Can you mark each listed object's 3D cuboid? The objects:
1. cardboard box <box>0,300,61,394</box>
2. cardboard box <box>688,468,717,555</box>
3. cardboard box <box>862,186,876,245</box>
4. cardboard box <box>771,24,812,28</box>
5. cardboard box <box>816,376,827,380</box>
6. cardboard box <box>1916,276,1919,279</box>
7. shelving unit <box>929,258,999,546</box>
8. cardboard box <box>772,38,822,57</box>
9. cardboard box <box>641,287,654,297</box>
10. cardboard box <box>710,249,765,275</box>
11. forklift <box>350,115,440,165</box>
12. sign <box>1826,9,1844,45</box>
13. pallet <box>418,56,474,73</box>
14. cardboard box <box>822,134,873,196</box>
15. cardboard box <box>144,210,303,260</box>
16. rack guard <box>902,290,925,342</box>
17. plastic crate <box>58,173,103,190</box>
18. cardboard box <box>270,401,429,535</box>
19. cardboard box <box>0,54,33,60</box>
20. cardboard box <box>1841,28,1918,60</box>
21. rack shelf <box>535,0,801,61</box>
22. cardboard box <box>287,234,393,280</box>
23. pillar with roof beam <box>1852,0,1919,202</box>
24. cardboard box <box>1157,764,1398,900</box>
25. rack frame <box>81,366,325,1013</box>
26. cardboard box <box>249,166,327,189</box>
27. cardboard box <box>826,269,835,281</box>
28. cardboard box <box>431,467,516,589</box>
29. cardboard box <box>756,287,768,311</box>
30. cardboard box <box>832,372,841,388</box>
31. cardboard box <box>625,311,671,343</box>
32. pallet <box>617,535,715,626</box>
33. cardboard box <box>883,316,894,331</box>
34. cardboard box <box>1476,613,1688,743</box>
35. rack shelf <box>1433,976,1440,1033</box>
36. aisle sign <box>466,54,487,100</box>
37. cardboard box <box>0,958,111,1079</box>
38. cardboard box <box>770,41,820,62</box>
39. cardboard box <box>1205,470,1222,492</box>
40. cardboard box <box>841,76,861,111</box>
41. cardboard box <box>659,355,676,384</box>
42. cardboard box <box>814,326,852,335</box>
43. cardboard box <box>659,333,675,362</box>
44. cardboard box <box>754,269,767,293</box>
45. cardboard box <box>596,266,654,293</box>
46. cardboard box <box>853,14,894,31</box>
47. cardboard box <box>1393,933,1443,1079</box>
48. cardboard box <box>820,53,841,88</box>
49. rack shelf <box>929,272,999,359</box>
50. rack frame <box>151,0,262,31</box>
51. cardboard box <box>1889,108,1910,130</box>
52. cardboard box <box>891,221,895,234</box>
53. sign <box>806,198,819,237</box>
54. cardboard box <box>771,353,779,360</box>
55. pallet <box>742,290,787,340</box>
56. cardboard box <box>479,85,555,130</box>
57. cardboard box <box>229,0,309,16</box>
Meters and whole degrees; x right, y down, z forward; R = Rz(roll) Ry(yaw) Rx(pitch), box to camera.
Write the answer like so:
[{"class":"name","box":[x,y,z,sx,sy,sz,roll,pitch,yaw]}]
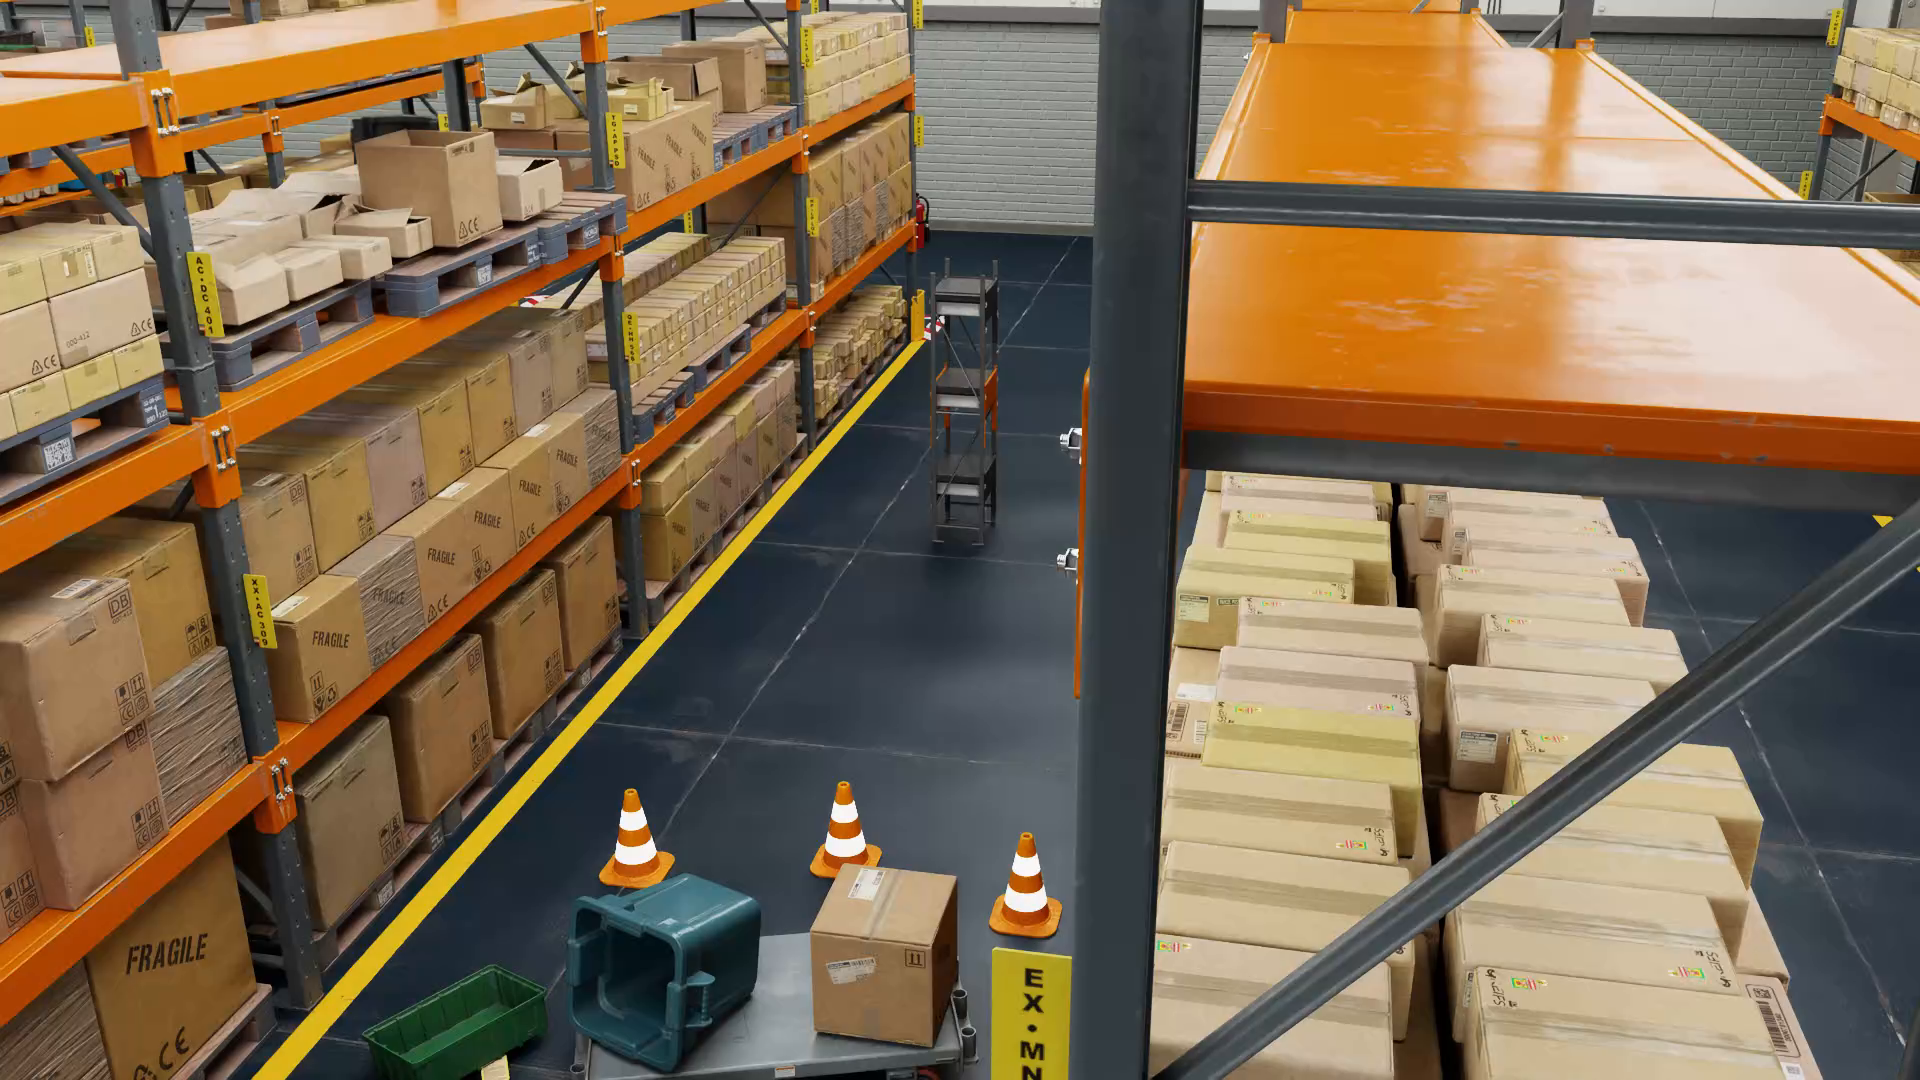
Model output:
[{"class":"cardboard box","box":[-3.376,-0.625,5.481,0.500,0.250,0.500,4,22,11]},{"class":"cardboard box","box":[-2.114,-0.230,12.193,0.500,0.500,0.500,5,22,12]},{"class":"cardboard box","box":[-1.130,-3.142,16.107,0.500,0.500,0.500,6,23,14]},{"class":"cardboard box","box":[-1.609,-4.769,15.662,0.380,0.149,0.250,5,23,13]},{"class":"cardboard box","box":[-1.440,-1.452,15.300,0.380,0.149,0.250,5,22,11]},{"class":"cardboard box","box":[7.889,-1.974,13.543,0.500,0.250,0.500,5,22,11]},{"class":"shelving unit","box":[0.034,-1.035,12.612,0.431,2.100,0.503,4,22,11]},{"class":"cardboard box","box":[-1.410,-4.254,14.383,0.380,0.149,0.250,4,22,10]},{"class":"cardboard box","box":[-2.584,-1.861,12.836,0.380,0.149,0.250,4,22,10]},{"class":"cardboard box","box":[-1.790,-2.234,13.363,0.380,0.149,0.250,4,22,9]},{"class":"forklift","box":[-4.617,-1.901,13.649,1.130,2.935,3.031,4,22,10]},{"class":"sign","box":[8.221,-4.818,15.616,0.100,0.325,0.005,4,22,11]},{"class":"pallet","box":[-5.951,-5.190,17.829,1.003,0.211,1.213,4,22,11]},{"class":"cardboard box","box":[-1.130,-3.589,15.880,0.500,0.500,0.500,4,22,9]},{"class":"cardboard box","box":[-3.386,-1.340,7.655,0.500,0.250,0.500,4,22,10]},{"class":"rack guard","box":[-0.990,-2.510,18.416,1.175,0.500,0.348,4,22,11]},{"class":"plastic crate","box":[-10.544,-4.397,19.629,0.616,0.435,0.499,4,22,11]},{"class":"cardboard box","box":[-3.121,-0.374,8.294,0.700,0.500,0.500,5,22,11]},{"class":"cardboard box","box":[-7.298,-3.370,12.495,0.500,0.500,0.500,6,23,14]},{"class":"cardboard box","box":[8.416,-4.528,15.200,0.500,0.250,0.500,4,22,10]},{"class":"rack shelf","box":[-2.199,-3.766,11.658,1.077,0.370,4.000,4,22,11]},{"class":"cardboard box","box":[-2.883,-1.317,7.734,0.380,0.149,0.250,4,22,11]},{"class":"pillar with roof beam","box":[5.970,-7.008,18.209,9.100,9.000,0.400,4,22,11]},{"class":"cardboard box","box":[0.532,0.518,2.806,0.380,0.149,0.250,4,22,10]},{"class":"rack frame","box":[-3.423,0.692,7.121,1.000,3.000,0.127,4,22,11]},{"class":"cardboard box","box":[-6.278,-3.221,15.635,0.500,0.500,0.500,4,22,11]},{"class":"cardboard box","box":[-1.368,-2.497,15.374,0.380,0.149,0.250,3,22,9]},{"class":"cardboard box","box":[-2.742,-0.080,8.902,0.500,0.500,0.500,5,22,12]},{"class":"cardboard box","box":[-1.783,-1.966,13.494,0.380,0.149,0.250,4,22,11]},{"class":"cardboard box","box":[-1.345,-1.504,15.827,0.380,0.149,0.250,4,22,10]},{"class":"cardboard box","box":[-2.216,-1.468,11.460,0.380,0.149,0.250,4,22,11]},{"class":"pallet","box":[-2.446,0.236,11.984,1.003,0.211,1.213,4,22,11]},{"class":"cardboard box","box":[-0.907,-2.303,17.411,0.380,0.149,0.250,4,22,9]},{"class":"cardboard box","box":[1.261,0.282,3.391,0.380,0.149,0.250,5,22,12]},{"class":"rack shelf","box":[1.035,0.706,4.034,1.077,0.370,4.000,4,22,11]},{"class":"aisle sign","box":[-5.501,-5.321,18.572,0.394,0.787,0.004,4,22,11]},{"class":"cardboard box","box":[-3.800,2.037,6.063,0.875,0.875,0.875,5,22,11]},{"class":"cardboard box","box":[-1.406,-4.158,14.145,0.380,0.149,0.250,4,22,9]},{"class":"cardboard box","box":[0.893,-0.235,4.676,0.380,0.149,0.250,4,22,11]},{"class":"cardboard box","box":[-1.219,-4.078,15.150,0.500,0.250,0.500,5,23,13]},{"class":"cardboard box","box":[-2.208,-1.195,11.579,0.380,0.149,0.250,6,23,14]},{"class":"cardboard box","box":[-1.262,-1.975,16.200,0.380,0.149,0.250,4,22,9]},{"class":"cardboard box","box":[-2.207,-1.346,11.557,0.380,0.149,0.250,4,22,9]},{"class":"cardboard box","box":[-1.785,-2.103,13.436,0.380,0.149,0.250,5,23,13]},{"class":"cardboard box","box":[-2.584,-2.006,12.798,0.380,0.149,0.250,5,23,13]},{"class":"cardboard box","box":[-0.880,-5.207,16.751,0.380,0.149,0.250,5,22,12]},{"class":"cardboard box","box":[0.468,0.827,2.572,0.500,0.250,0.500,4,22,10]},{"class":"cardboard box","box":[-1.351,-4.128,14.604,0.500,0.250,0.500,4,22,11]},{"class":"rack shelf","box":[0.034,-1.671,12.355,0.431,0.518,0.480,4,22,11]},{"class":"rack frame","box":[-6.626,-5.432,14.296,1.000,3.000,0.127,4,22,11]},{"class":"cardboard box","box":[8.005,-3.511,13.877,0.380,0.149,0.250,5,22,12]},{"class":"cardboard box","box":[-0.888,-3.259,17.266,0.380,0.149,0.250,4,22,10]},{"class":"sign","box":[-1.247,-2.730,14.068,0.100,0.325,0.005,4,22,11]},{"class":"cardboard box","box":[-1.916,-1.721,15.568,0.380,0.149,0.250,4,22,10]},{"class":"pallet","box":[-2.089,-1.877,13.755,1.003,0.211,1.213,4,22,11]},{"class":"cardboard box","box":[-2.779,-2.732,10.448,0.396,0.266,0.258,4,22,11]},{"class":"cardboard box","box":[-6.427,-5.020,15.453,0.500,0.250,0.500,3,22,7]}]
